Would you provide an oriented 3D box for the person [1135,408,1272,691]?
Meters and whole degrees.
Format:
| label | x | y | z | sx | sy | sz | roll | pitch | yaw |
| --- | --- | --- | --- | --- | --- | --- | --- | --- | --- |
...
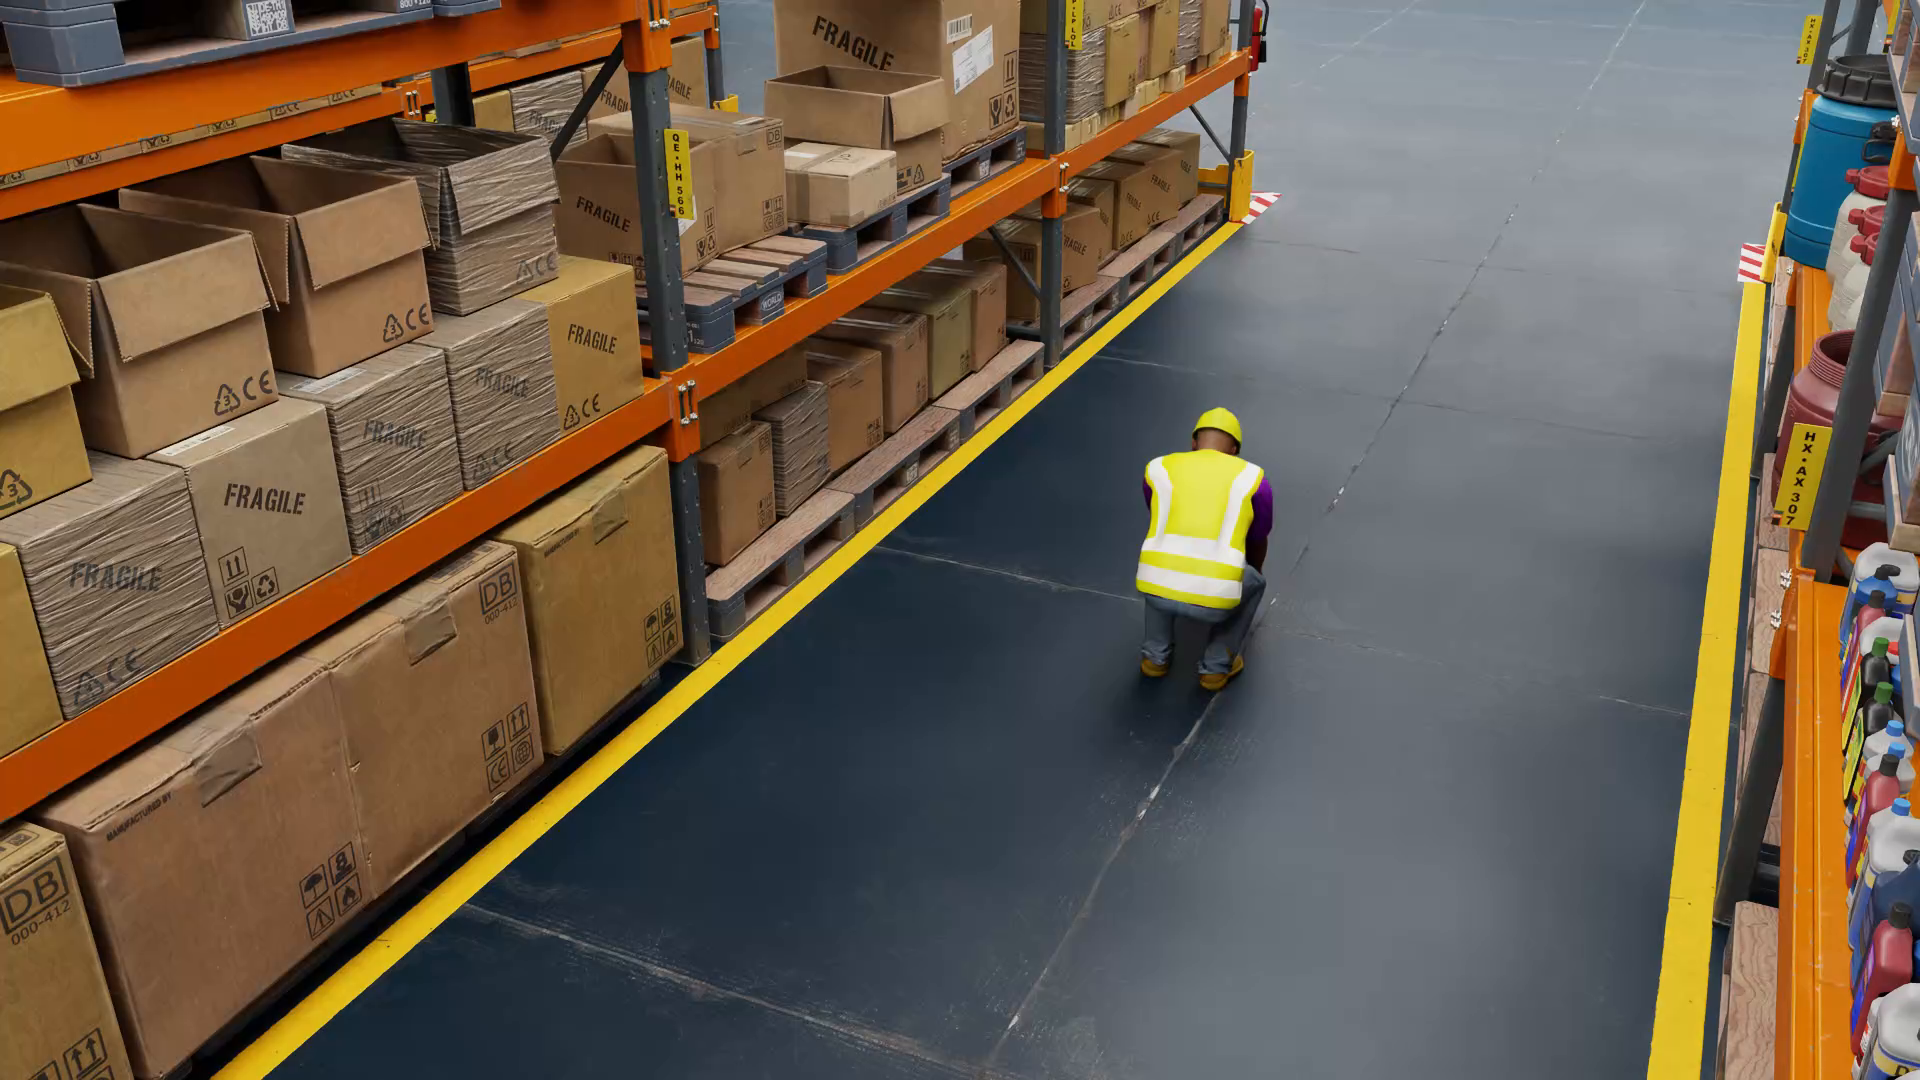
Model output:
| label | x | y | z | sx | sy | sz | roll | pitch | yaw |
| --- | --- | --- | --- | --- | --- | --- | --- | --- | --- |
| person | 0.990 | 0.028 | 6.900 | 0.546 | 1.012 | 0.899 | 11 | 28 | 21 |
